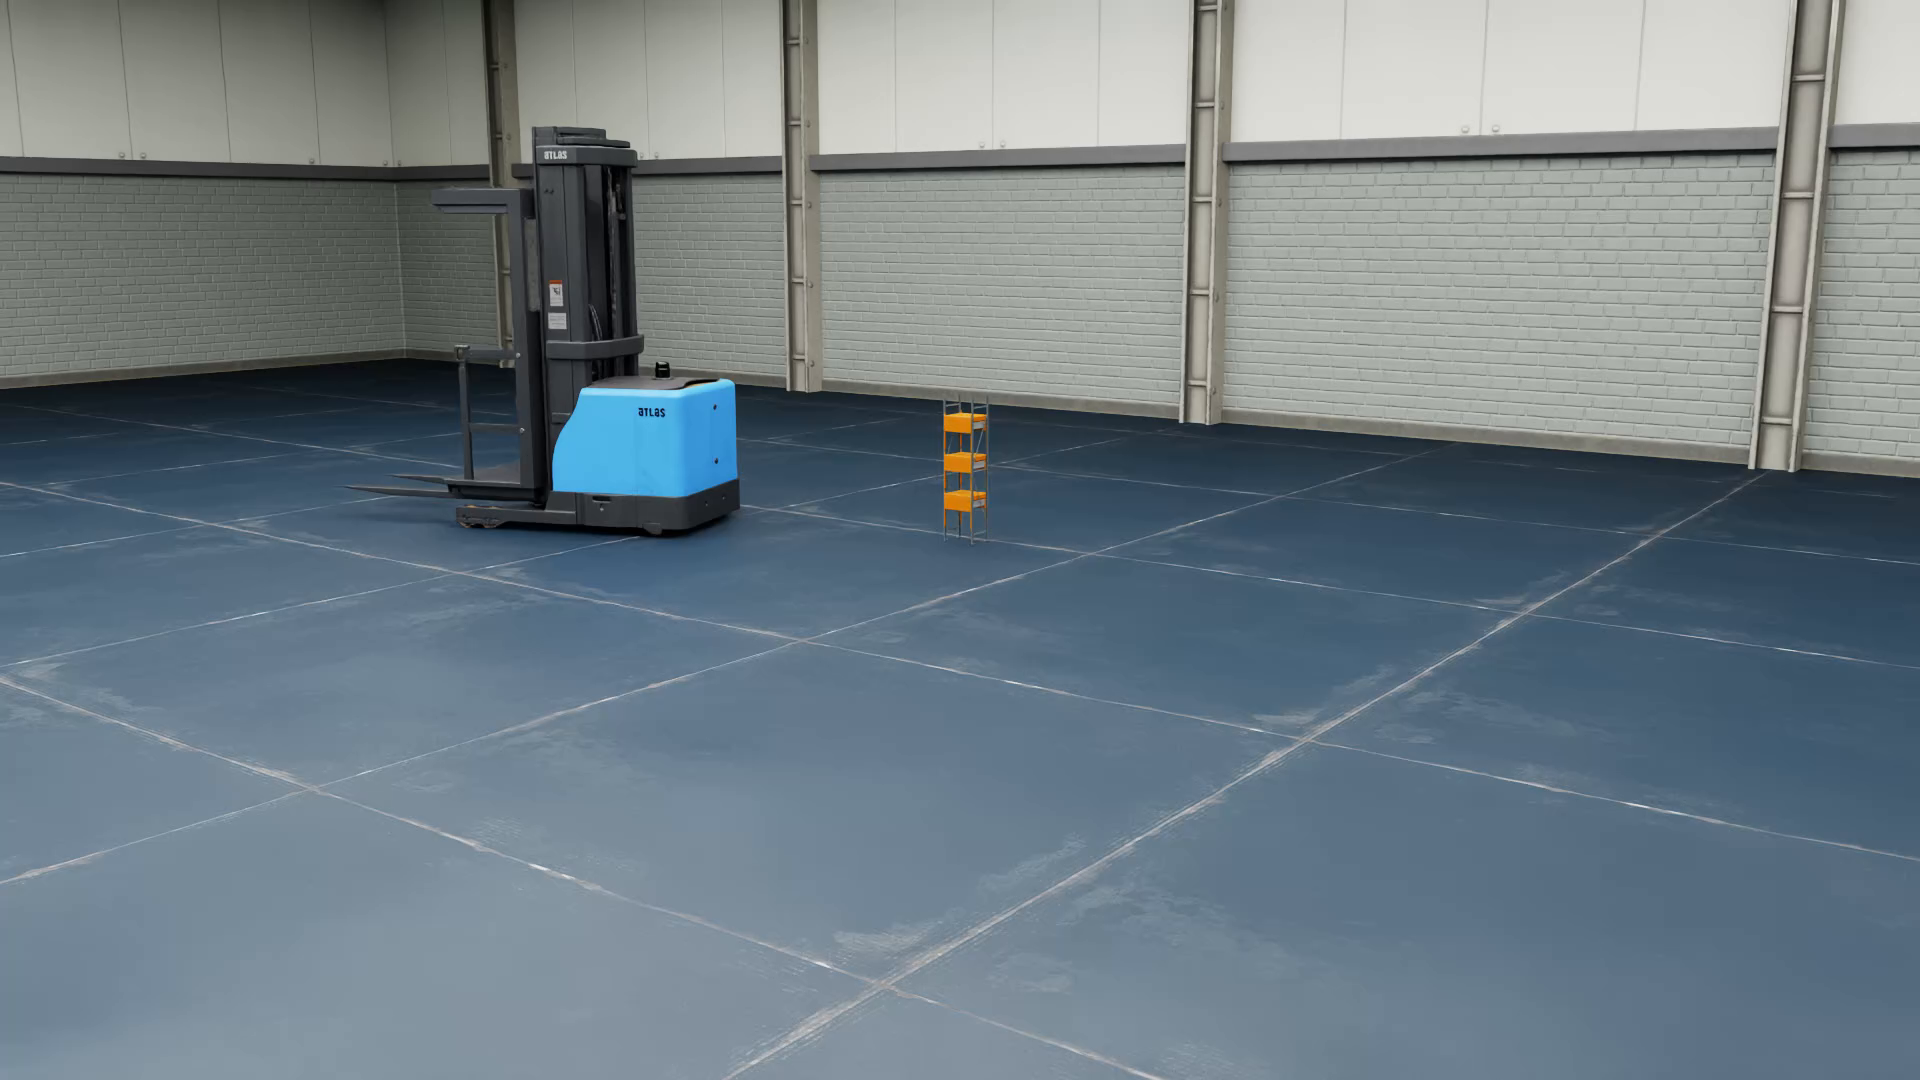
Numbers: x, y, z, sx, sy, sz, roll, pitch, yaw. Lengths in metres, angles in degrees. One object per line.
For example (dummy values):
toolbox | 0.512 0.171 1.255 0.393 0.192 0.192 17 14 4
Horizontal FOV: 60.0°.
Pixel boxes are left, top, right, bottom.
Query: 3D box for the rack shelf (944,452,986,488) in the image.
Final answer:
rack shelf | 0.043 -0.499 11.901 0.240 0.259 0.215 8 13 36

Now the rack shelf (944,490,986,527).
rack shelf | 0.043 -0.226 11.954 0.240 0.259 0.215 8 13 36

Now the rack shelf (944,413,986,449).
rack shelf | 0.043 -0.778 11.847 0.240 0.259 0.215 8 13 36

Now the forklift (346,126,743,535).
forklift | -3.261 -1.614 12.655 3.031 2.935 1.130 3 11 17

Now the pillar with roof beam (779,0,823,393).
pillar with roof beam | -4.642 -5.775 18.186 0.400 9.000 9.100 8 13 36

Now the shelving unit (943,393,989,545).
shelving unit | 0.043 -0.509 11.899 0.252 1.050 0.215 8 13 36

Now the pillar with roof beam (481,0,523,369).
pillar with roof beam | -9.478 -6.449 21.673 0.400 9.000 9.100 8 13 36

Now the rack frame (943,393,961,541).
rack frame | -0.055 -0.523 11.970 0.008 1.050 0.200 8 13 36

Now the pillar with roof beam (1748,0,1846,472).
pillar with roof beam | 5.030 -4.425 11.213 0.400 9.000 9.100 8 13 36

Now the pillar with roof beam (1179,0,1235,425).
pillar with roof beam | 0.194 -5.100 14.700 0.400 9.000 9.100 8 13 36

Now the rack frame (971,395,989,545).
rack frame | 0.141 -0.496 11.828 0.008 1.050 0.200 8 13 36
